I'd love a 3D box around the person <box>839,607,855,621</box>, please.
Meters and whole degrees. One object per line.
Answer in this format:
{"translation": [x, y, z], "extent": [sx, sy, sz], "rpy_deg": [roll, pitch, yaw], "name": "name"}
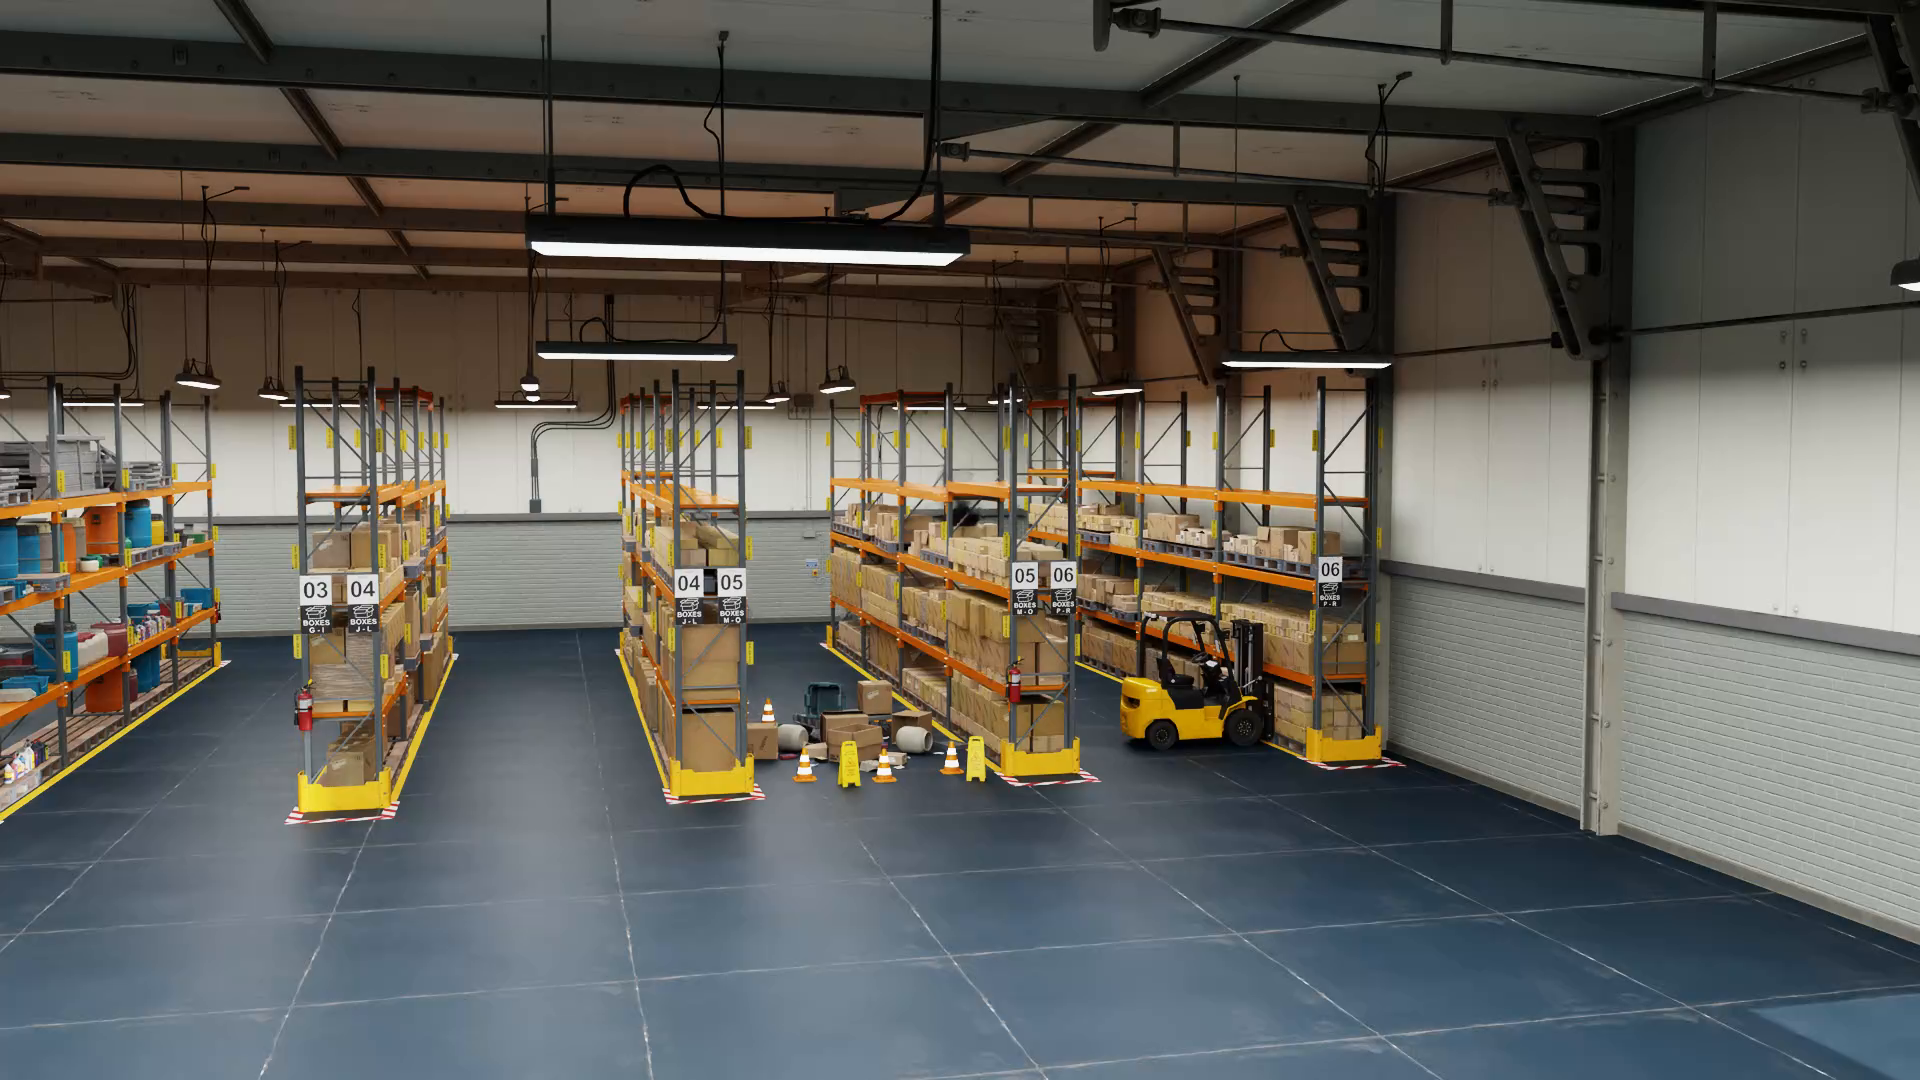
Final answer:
{"translation": [-2.751, 1.724, 41.620], "extent": [0.515, 1.632, 0.646], "rpy_deg": [1, 4, 15], "name": "person"}
